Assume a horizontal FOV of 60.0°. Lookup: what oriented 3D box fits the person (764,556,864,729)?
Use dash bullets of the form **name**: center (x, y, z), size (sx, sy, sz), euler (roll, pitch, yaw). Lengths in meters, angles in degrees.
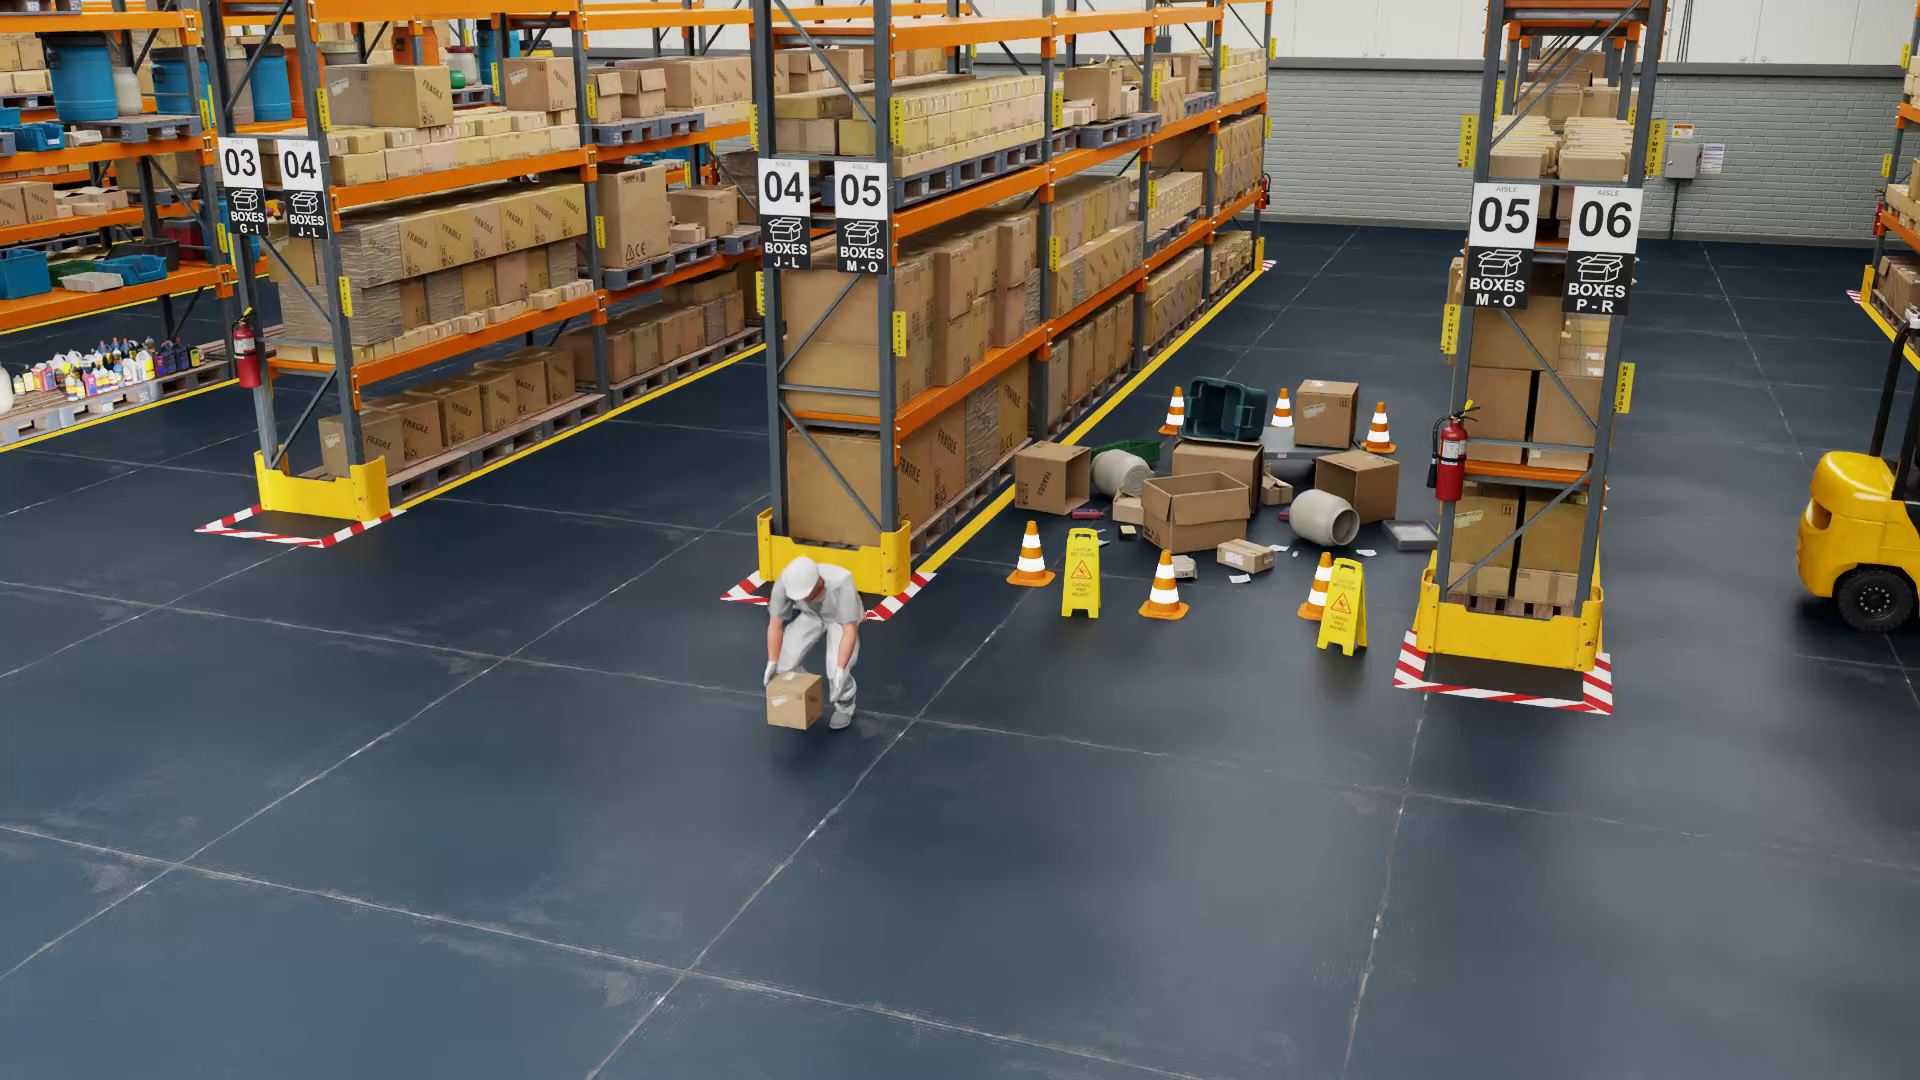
- **person**: center (-0.843, 0.586, 10.180), size (0.582, 1.212, 0.839), euler (6, 19, 18)
